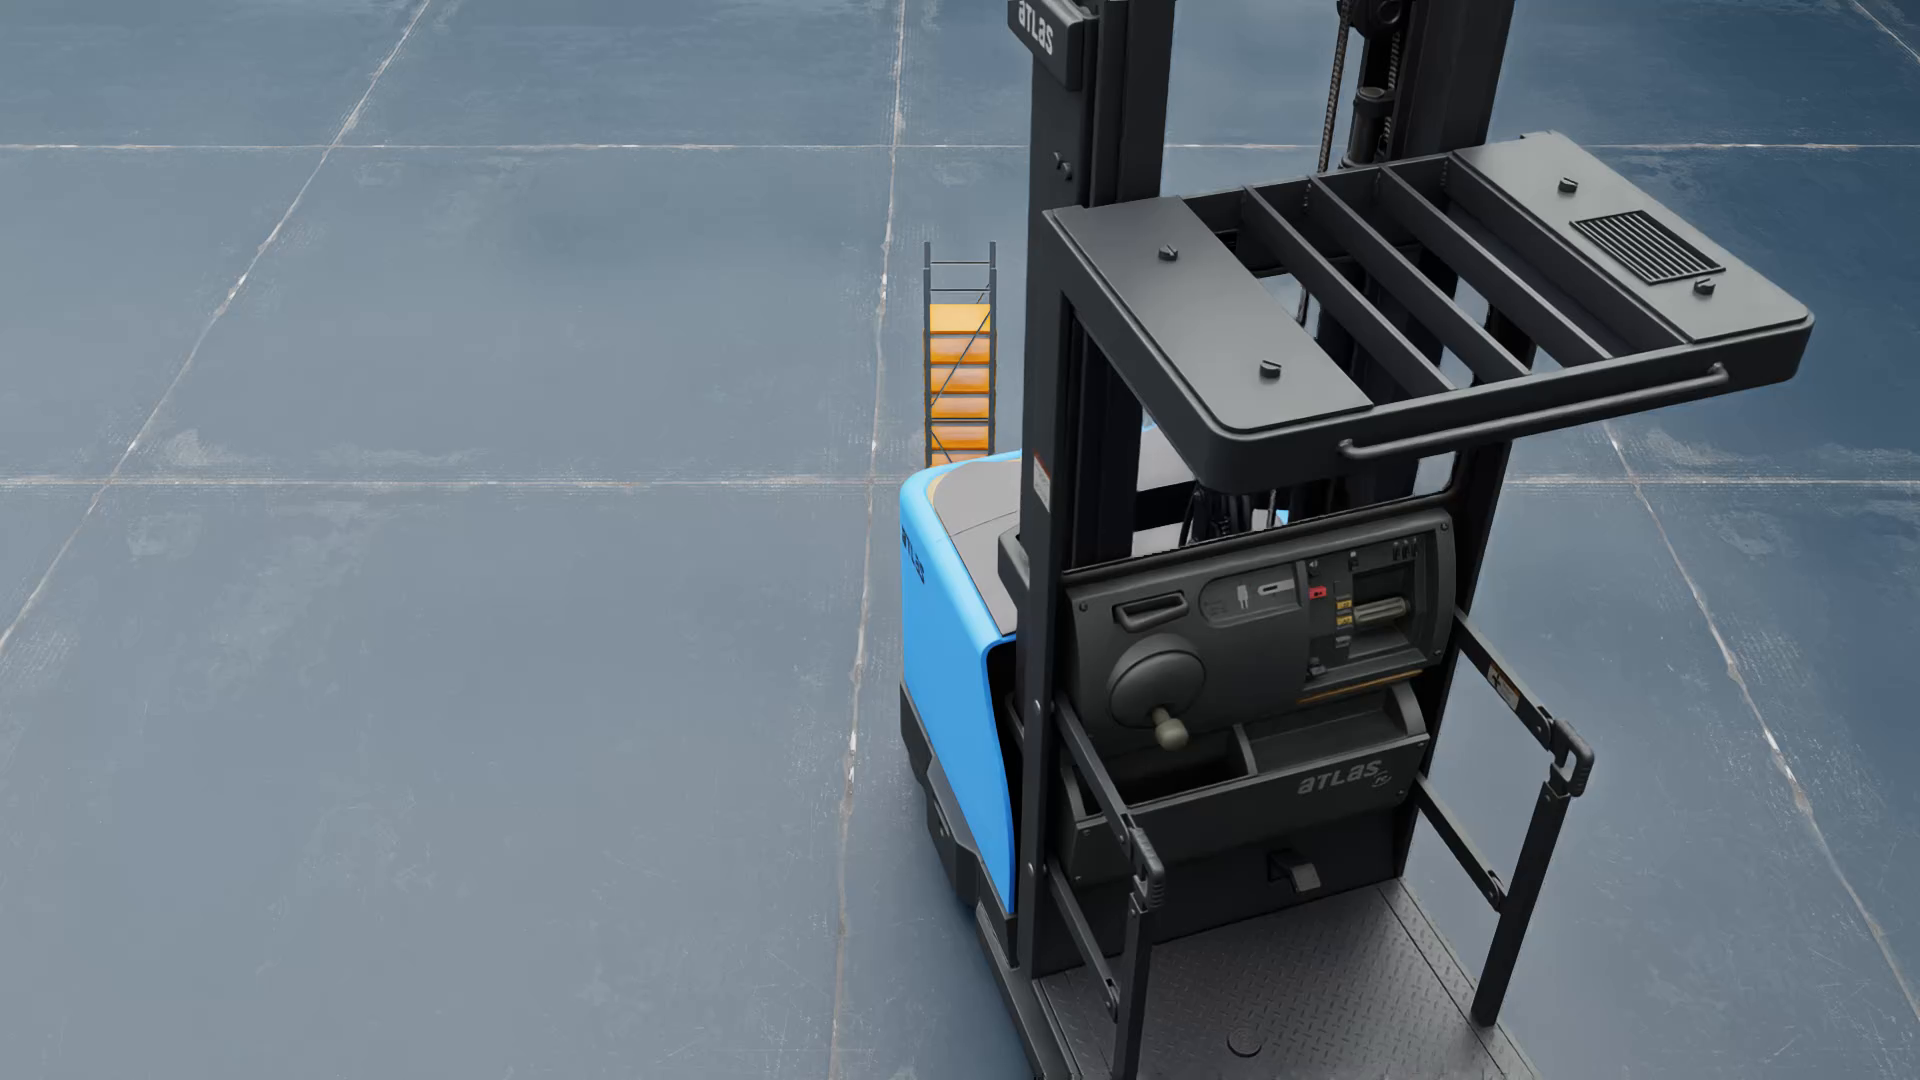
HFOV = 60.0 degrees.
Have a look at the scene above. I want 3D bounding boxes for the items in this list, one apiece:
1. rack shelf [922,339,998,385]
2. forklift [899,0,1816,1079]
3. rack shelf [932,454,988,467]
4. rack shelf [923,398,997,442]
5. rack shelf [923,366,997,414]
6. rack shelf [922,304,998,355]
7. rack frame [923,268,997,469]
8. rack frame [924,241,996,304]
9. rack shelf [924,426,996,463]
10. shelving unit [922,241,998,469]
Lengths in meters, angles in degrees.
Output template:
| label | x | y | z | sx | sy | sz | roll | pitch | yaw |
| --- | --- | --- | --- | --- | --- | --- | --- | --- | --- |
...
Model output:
| label | x | y | z | sx | sy | sz | roll | pitch | yaw |
| --- | --- | --- | --- | --- | --- | --- | --- | --- | --- |
| rack shelf | 0.000 | -0.630 | 5.764 | 0.258 | 0.103 | 0.180 | 0 | 39 | 0 |
| forklift | 0.759 | 0.278 | 3.559 | 1.130 | 2.935 | 3.031 | -12 | 40 | -14 |
| rack shelf | 0.000 | -0.255 | 6.064 | 0.258 | 0.103 | 0.180 | 0 | 39 | 0 |
| rack shelf | 0.000 | -0.443 | 5.914 | 0.258 | 0.103 | 0.180 | 0 | 39 | 0 |
| rack shelf | 0.000 | -0.536 | 5.839 | 0.258 | 0.103 | 0.180 | 0 | 39 | 0 |
| rack shelf | 0.000 | -0.724 | 5.689 | 0.258 | 0.103 | 0.180 | 0 | 39 | 0 |
| rack frame | 0.000 | -0.420 | 5.815 | 0.240 | 1.200 | 0.006 | 0 | 39 | 0 |
| rack frame | 0.000 | -0.534 | 5.957 | 0.240 | 1.200 | 0.006 | 0 | 39 | 0 |
| rack shelf | 0.000 | -0.349 | 5.989 | 0.258 | 0.103 | 0.180 | 0 | 39 | 0 |
| shelving unit | 0.000 | -0.477 | 5.886 | 0.258 | 1.200 | 0.189 | 0 | 39 | 0 |
